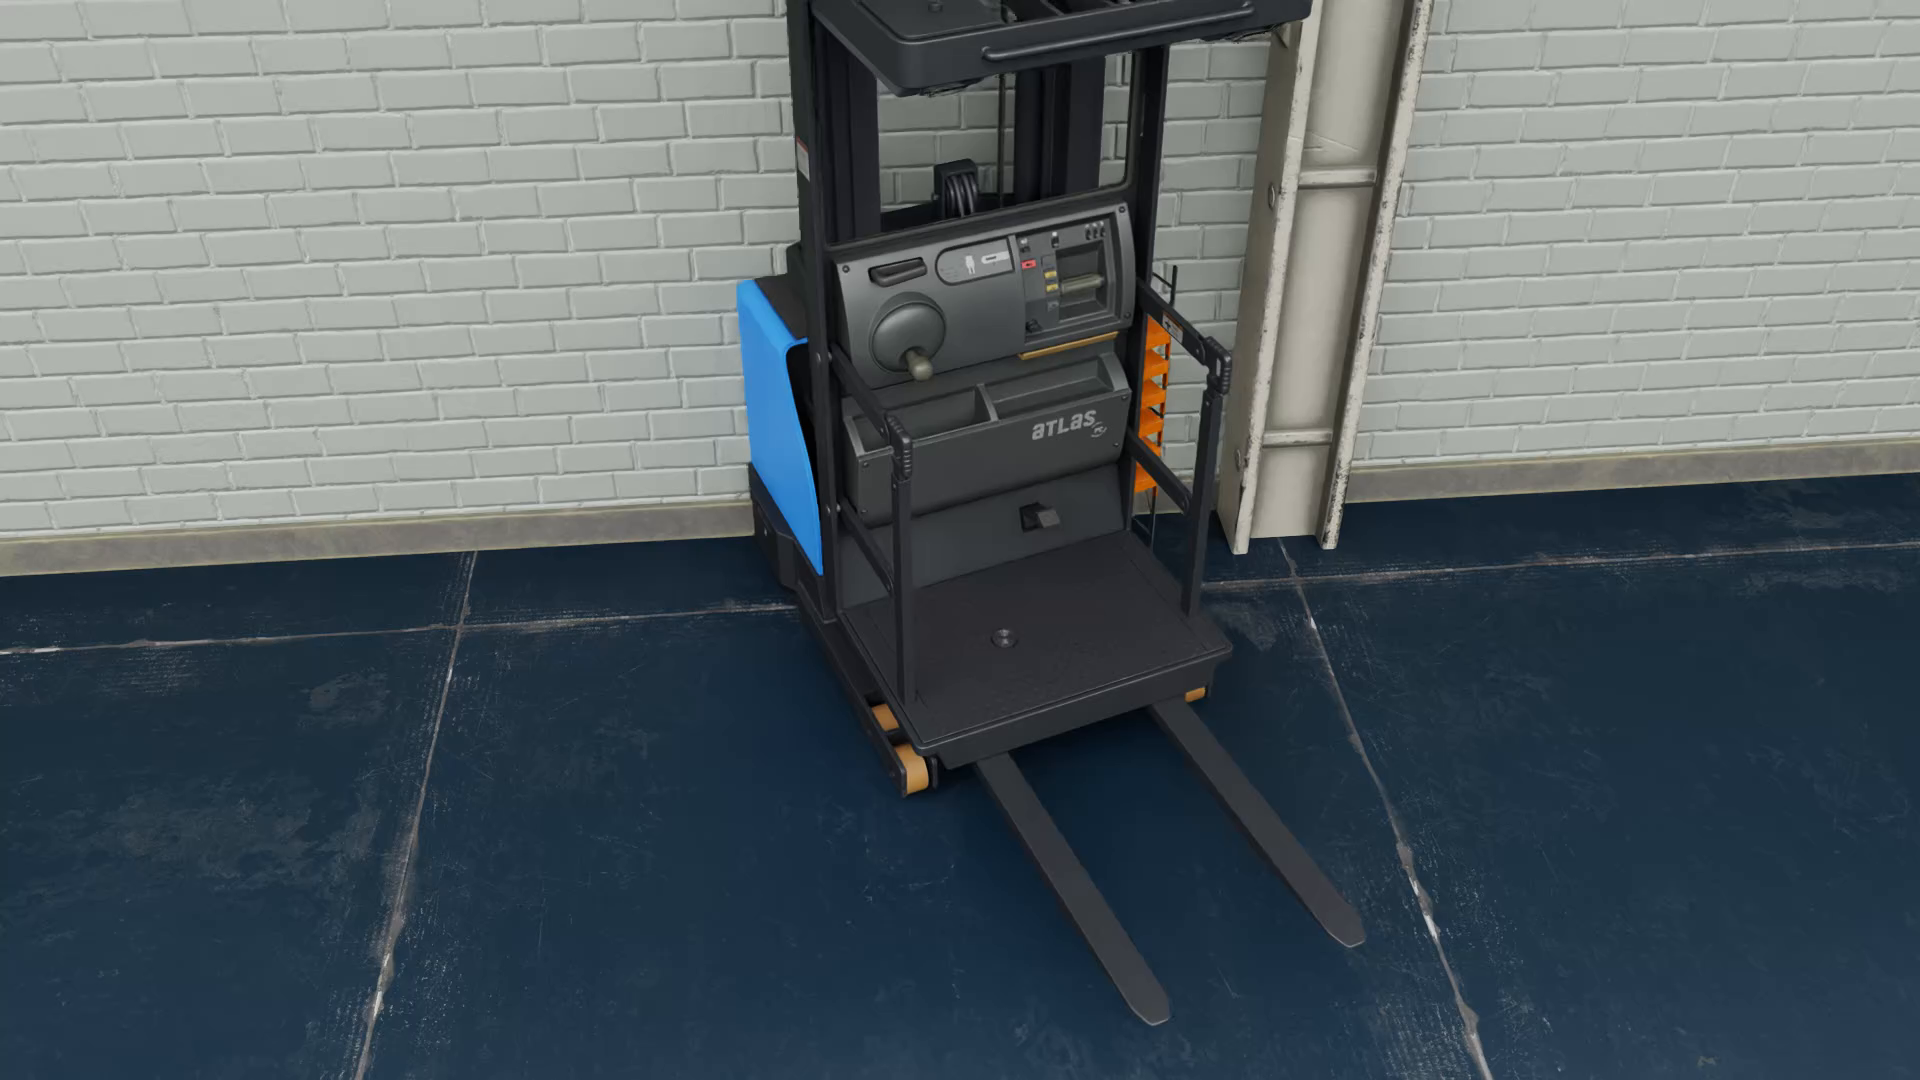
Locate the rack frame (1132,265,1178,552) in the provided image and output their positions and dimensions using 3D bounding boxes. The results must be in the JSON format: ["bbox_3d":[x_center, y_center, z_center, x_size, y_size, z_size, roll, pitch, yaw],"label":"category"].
[{"bbox_3d":[0.653,-0.485,5.897,0.006,1.200,0.240,-19,42,-23],"label":"rack frame"}]

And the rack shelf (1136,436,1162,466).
[{"bbox_3d":[0.573,-0.329,5.963,0.180,0.103,0.258,-19,42,-23],"label":"rack shelf"}]

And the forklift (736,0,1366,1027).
[{"bbox_3d":[0.179,-0.659,4.718,1.130,2.935,3.031,-16,41,-19],"label":"forklift"}]

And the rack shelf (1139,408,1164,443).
[{"bbox_3d":[0.573,-0.423,5.889,0.180,0.103,0.258,-19,42,-23],"label":"rack shelf"}]

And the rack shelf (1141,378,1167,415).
[{"bbox_3d":[0.573,-0.517,5.815,0.180,0.103,0.258,-19,42,-23],"label":"rack shelf"}]

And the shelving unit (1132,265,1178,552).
[{"bbox_3d":[0.573,-0.458,5.861,0.189,1.200,0.258,-19,42,-23],"label":"shelving unit"}]

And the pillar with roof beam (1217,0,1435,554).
[{"bbox_3d":[1.578,-0.929,0.163,0.400,9.000,9.100,-3,38,-4],"label":"pillar with roof beam"}]

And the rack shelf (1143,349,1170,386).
[{"bbox_3d":[0.573,-0.611,5.740,0.180,0.103,0.258,-19,42,-23],"label":"rack shelf"}]

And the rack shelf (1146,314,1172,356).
[{"bbox_3d":[0.573,-0.705,5.666,0.180,0.103,0.258,-19,42,-23],"label":"rack shelf"}]

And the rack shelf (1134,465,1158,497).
[{"bbox_3d":[0.573,-0.234,6.038,0.180,0.103,0.258,-19,42,-23],"label":"rack shelf"}]
